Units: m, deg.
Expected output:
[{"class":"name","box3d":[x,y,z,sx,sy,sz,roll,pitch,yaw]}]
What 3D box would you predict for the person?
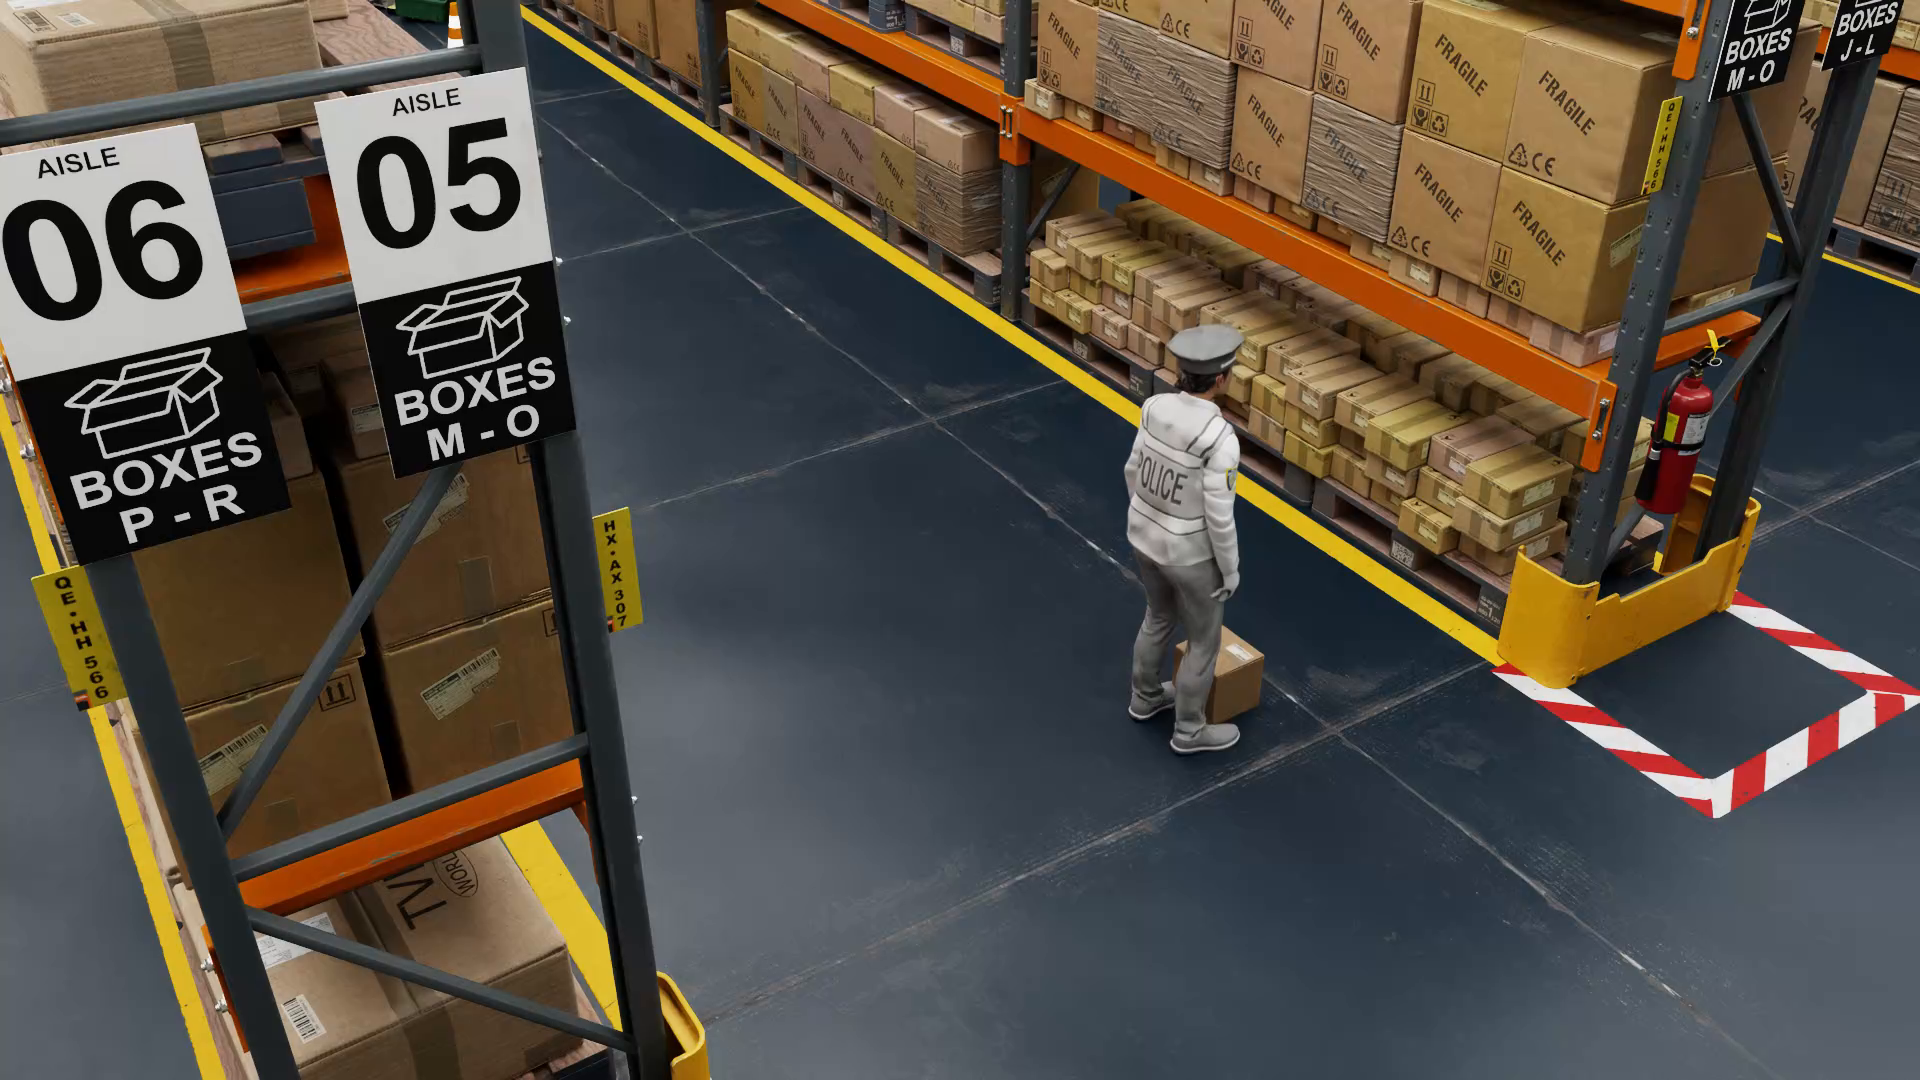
[{"class":"person","box3d":[0.820,0.019,6.107,0.375,1.662,0.532,-21,38,-29]}]
